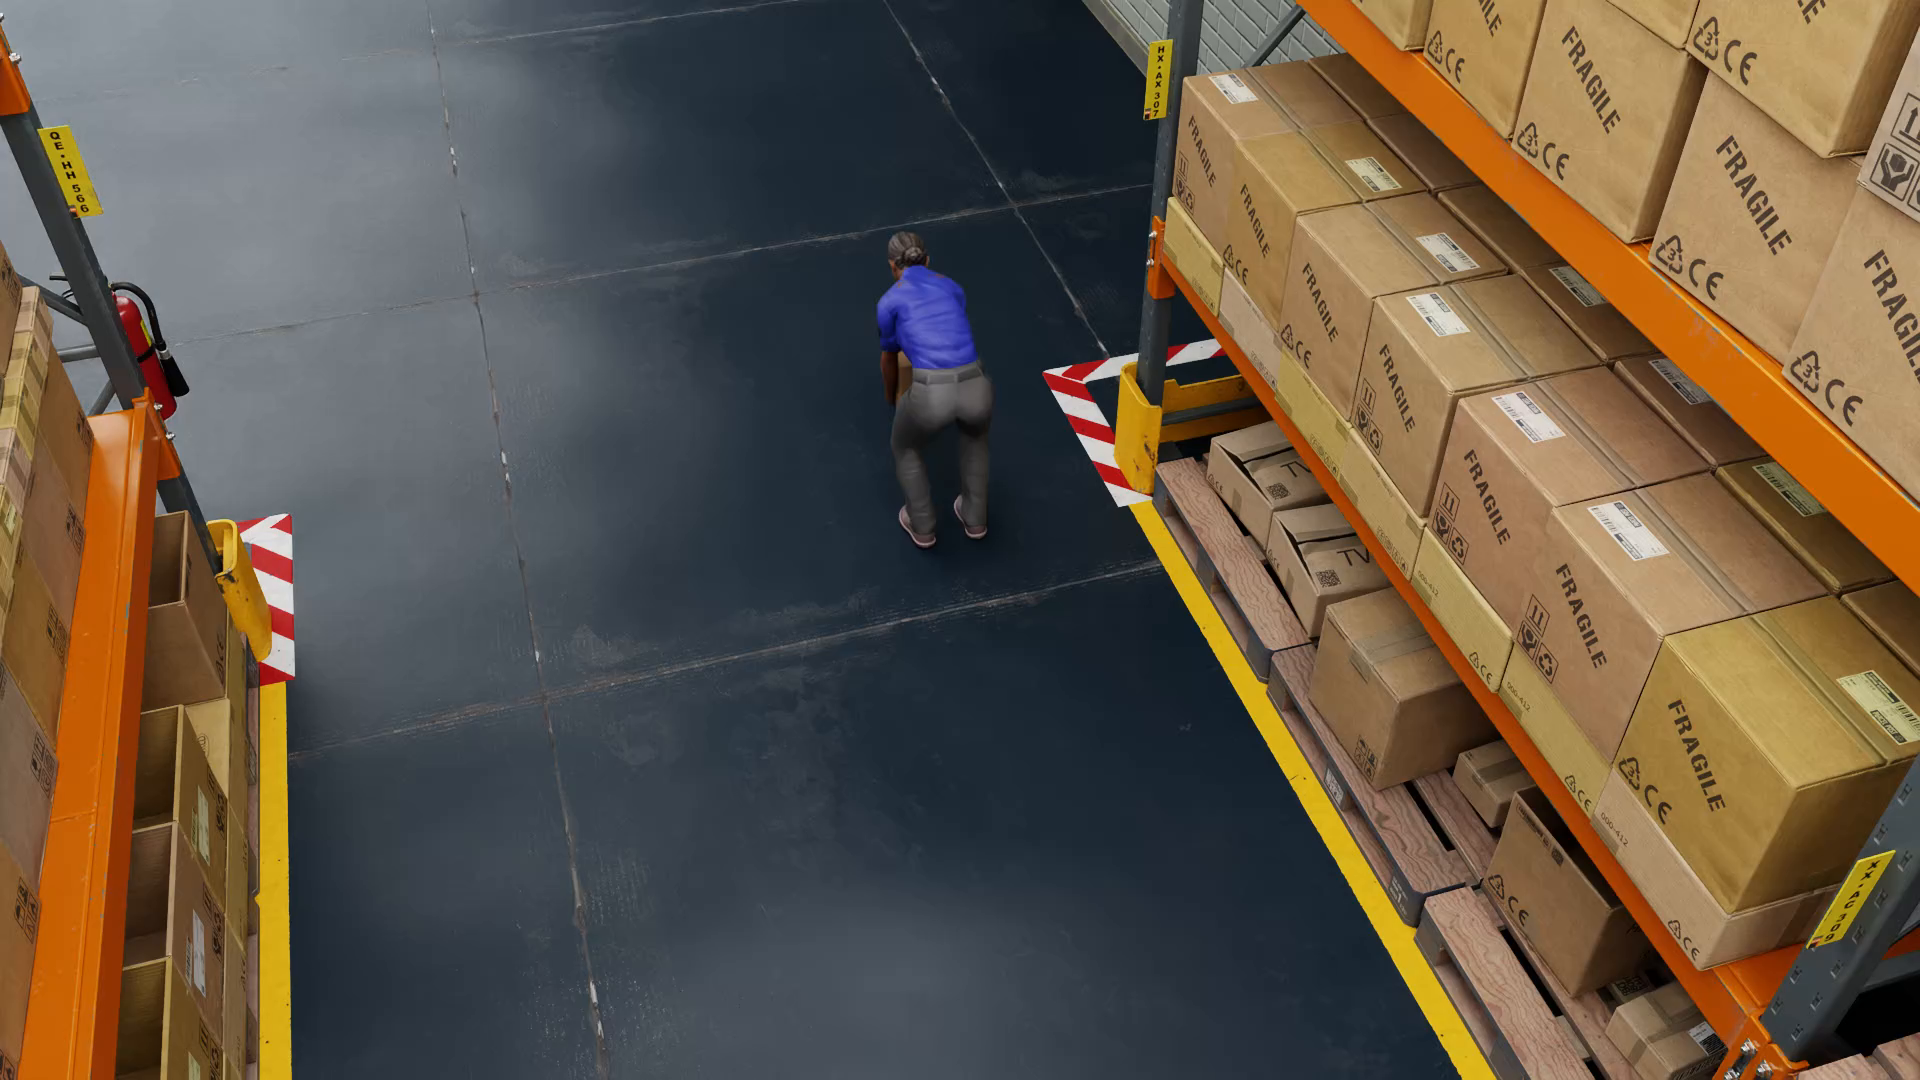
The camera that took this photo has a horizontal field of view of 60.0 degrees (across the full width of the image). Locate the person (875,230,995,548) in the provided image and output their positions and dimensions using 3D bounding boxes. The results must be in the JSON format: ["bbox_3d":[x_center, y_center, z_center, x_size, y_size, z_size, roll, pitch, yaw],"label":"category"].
[{"bbox_3d":[-0.120,-0.630,7.180,0.428,1.221,0.825,-12,44,-13],"label":"person"}]
